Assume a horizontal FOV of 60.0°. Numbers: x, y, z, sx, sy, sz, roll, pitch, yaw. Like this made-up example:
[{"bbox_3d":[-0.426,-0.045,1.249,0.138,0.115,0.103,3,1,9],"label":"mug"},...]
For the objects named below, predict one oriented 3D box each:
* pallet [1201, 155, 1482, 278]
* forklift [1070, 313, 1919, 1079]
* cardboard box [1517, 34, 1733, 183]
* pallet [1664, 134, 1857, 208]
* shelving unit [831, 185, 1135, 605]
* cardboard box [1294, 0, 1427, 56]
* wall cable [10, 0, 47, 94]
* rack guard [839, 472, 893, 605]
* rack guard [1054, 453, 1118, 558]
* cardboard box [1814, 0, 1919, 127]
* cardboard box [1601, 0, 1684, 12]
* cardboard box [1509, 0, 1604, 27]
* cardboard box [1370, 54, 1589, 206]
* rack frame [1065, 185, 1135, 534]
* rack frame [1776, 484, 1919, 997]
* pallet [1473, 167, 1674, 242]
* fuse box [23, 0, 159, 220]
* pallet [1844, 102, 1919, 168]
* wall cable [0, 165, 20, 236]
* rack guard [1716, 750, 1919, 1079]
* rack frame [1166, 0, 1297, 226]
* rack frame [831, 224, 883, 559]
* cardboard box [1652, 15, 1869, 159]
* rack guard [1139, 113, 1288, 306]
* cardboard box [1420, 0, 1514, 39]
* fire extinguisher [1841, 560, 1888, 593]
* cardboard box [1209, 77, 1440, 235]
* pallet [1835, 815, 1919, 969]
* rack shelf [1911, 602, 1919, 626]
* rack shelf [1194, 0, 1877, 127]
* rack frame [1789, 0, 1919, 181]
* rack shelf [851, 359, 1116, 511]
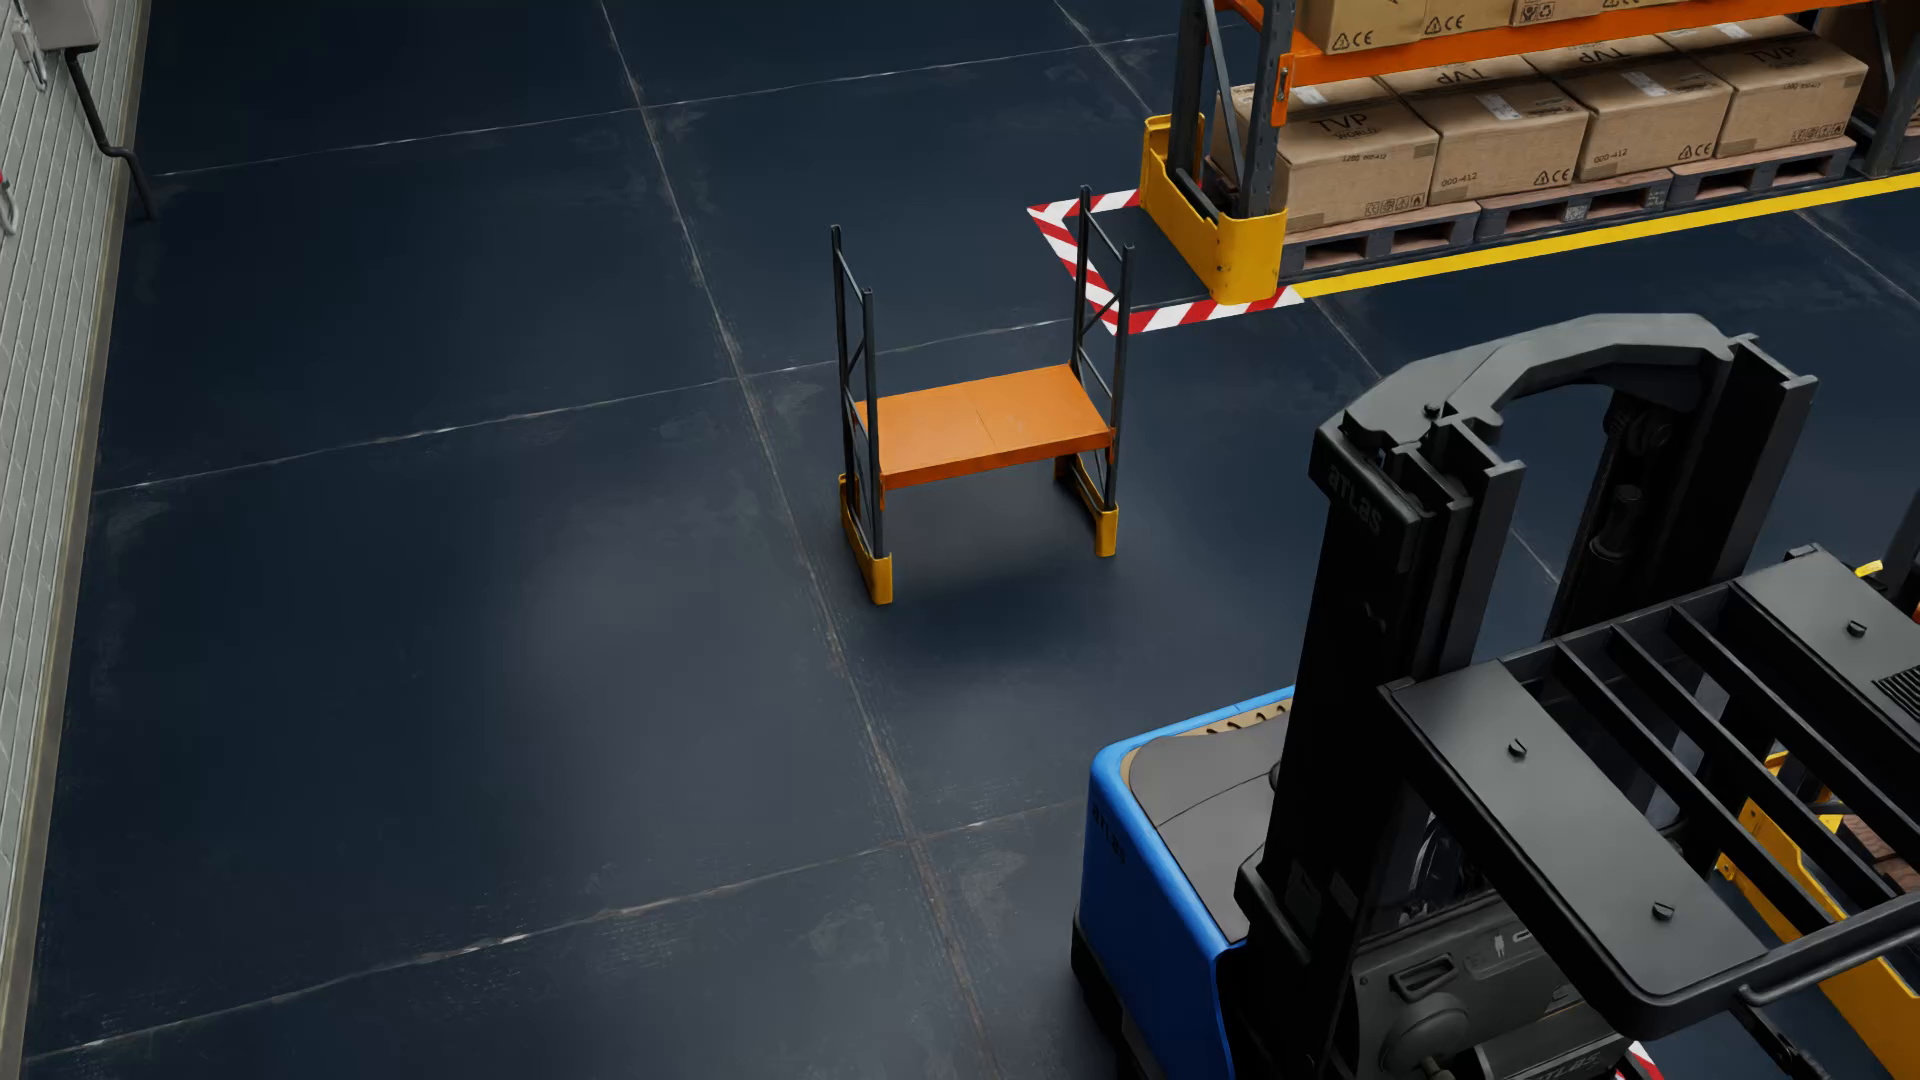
[{"bbox_3d":[2.098,-1.899,9.263,1.213,0.211,1.003,-12,42,-13],"label":"pallet"},{"bbox_3d":[1.405,1.099,3.765,1.130,2.935,3.031,-15,43,-17],"label":"forklift"},{"bbox_3d":[3.690,-2.492,9.451,0.875,0.438,0.875,-13,43,-14],"label":"cardboard box"},{"bbox_3d":[4.426,-2.381,9.815,1.213,0.211,1.003,-12,42,-13],"label":"pallet"},{"bbox_3d":[0.073,-0.580,6.774,1.083,1.500,0.587,-12,42,-13],"label":"shelving unit"},{"bbox_3d":[1.903,-2.695,7.978,0.500,0.500,0.500,-12,43,-13],"label":"cardboard box"},{"bbox_3d":[-4.449,-2.883,7.498,0.122,1.984,0.588,-12,42,-13],"label":"wall cable"},{"bbox_3d":[-0.402,-0.011,7.072,0.087,0.250,0.587,-12,42,-13],"label":"rack guard"},{"bbox_3d":[0.548,-0.208,7.298,0.087,0.250,0.587,-12,42,-13],"label":"rack guard"},{"bbox_3d":[5.742,-3.063,9.772,0.875,0.875,0.875,-10,42,-12],"label":"cardboard box"},{"bbox_3d":[3.341,-3.011,8.340,0.500,0.500,0.500,-10,42,-12],"label":"cardboard box"},{"bbox_3d":[2.868,-2.901,8.215,0.500,0.500,0.500,-12,43,-13],"label":"cardboard box"},{"bbox_3d":[2.829,-2.315,9.248,0.875,0.438,0.875,-11,42,-12],"label":"cardboard box"},{"bbox_3d":[0.566,-0.682,6.891,0.032,1.500,0.500,-12,42,-13],"label":"rack frame"},{"bbox_3d":[2.943,0.344,4.576,0.127,3.000,1.000,-12,42,-13],"label":"rack frame"},{"bbox_3d":[3.260,-2.138,9.537,1.213,0.211,1.003,-12,42,-13],"label":"pallet"},{"bbox_3d":[-4.504,-2.475,8.782,0.414,1.711,0.539,-12,42,-13],"label":"fuse box"},{"bbox_3d":[5.888,-2.682,10.160,1.213,0.211,1.003,-12,42,-13],"label":"pallet"},{"bbox_3d":[-4.012,-2.008,6.472,0.123,1.953,0.585,-12,42,-13],"label":"wall cable"},{"bbox_3d":[3.015,1.271,5.416,0.348,0.500,1.175,-12,42,-13],"label":"rack guard"},{"bbox_3d":[1.359,-2.742,8.109,0.127,3.000,1.000,-12,42,-13],"label":"rack frame"},{"bbox_3d":[-0.404,-0.481,6.661,0.032,1.500,0.500,-12,42,-13],"label":"rack frame"},{"bbox_3d":[4.543,-2.669,9.654,0.875,0.438,0.875,-12,43,-14],"label":"cardboard box"},{"bbox_3d":[1.336,-1.796,8.926,0.348,0.500,1.175,-12,42,-13],"label":"rack guard"},{"bbox_3d":[2.377,-2.812,8.113,0.500,0.500,0.500,-12,43,-14],"label":"cardboard box"},{"bbox_3d":[2.564,0.274,4.999,0.183,0.674,0.296,-12,42,-13],"label":"fire extinguisher"},{"bbox_3d":[1.959,-2.129,9.035,0.875,0.438,0.875,-13,43,-15],"label":"cardboard box"},{"bbox_3d":[3.801,1.241,5.669,1.213,0.211,1.003,-12,42,-13],"label":"pallet"},{"bbox_3d":[4.850,0.220,5.265,4.000,0.370,1.077,-12,42,-13],"label":"rack shelf"},{"bbox_3d":[3.267,-2.867,8.798,4.000,0.370,1.077,-12,42,-13],"label":"rack shelf"},{"bbox_3d":[5.175,-3.533,9.014,0.127,3.000,1.000,-12,42,-13],"label":"rack frame"},{"bbox_3d":[0.081,-0.446,6.894,1.000,0.185,0.538,-12,42,-13],"label":"rack shelf"}]
